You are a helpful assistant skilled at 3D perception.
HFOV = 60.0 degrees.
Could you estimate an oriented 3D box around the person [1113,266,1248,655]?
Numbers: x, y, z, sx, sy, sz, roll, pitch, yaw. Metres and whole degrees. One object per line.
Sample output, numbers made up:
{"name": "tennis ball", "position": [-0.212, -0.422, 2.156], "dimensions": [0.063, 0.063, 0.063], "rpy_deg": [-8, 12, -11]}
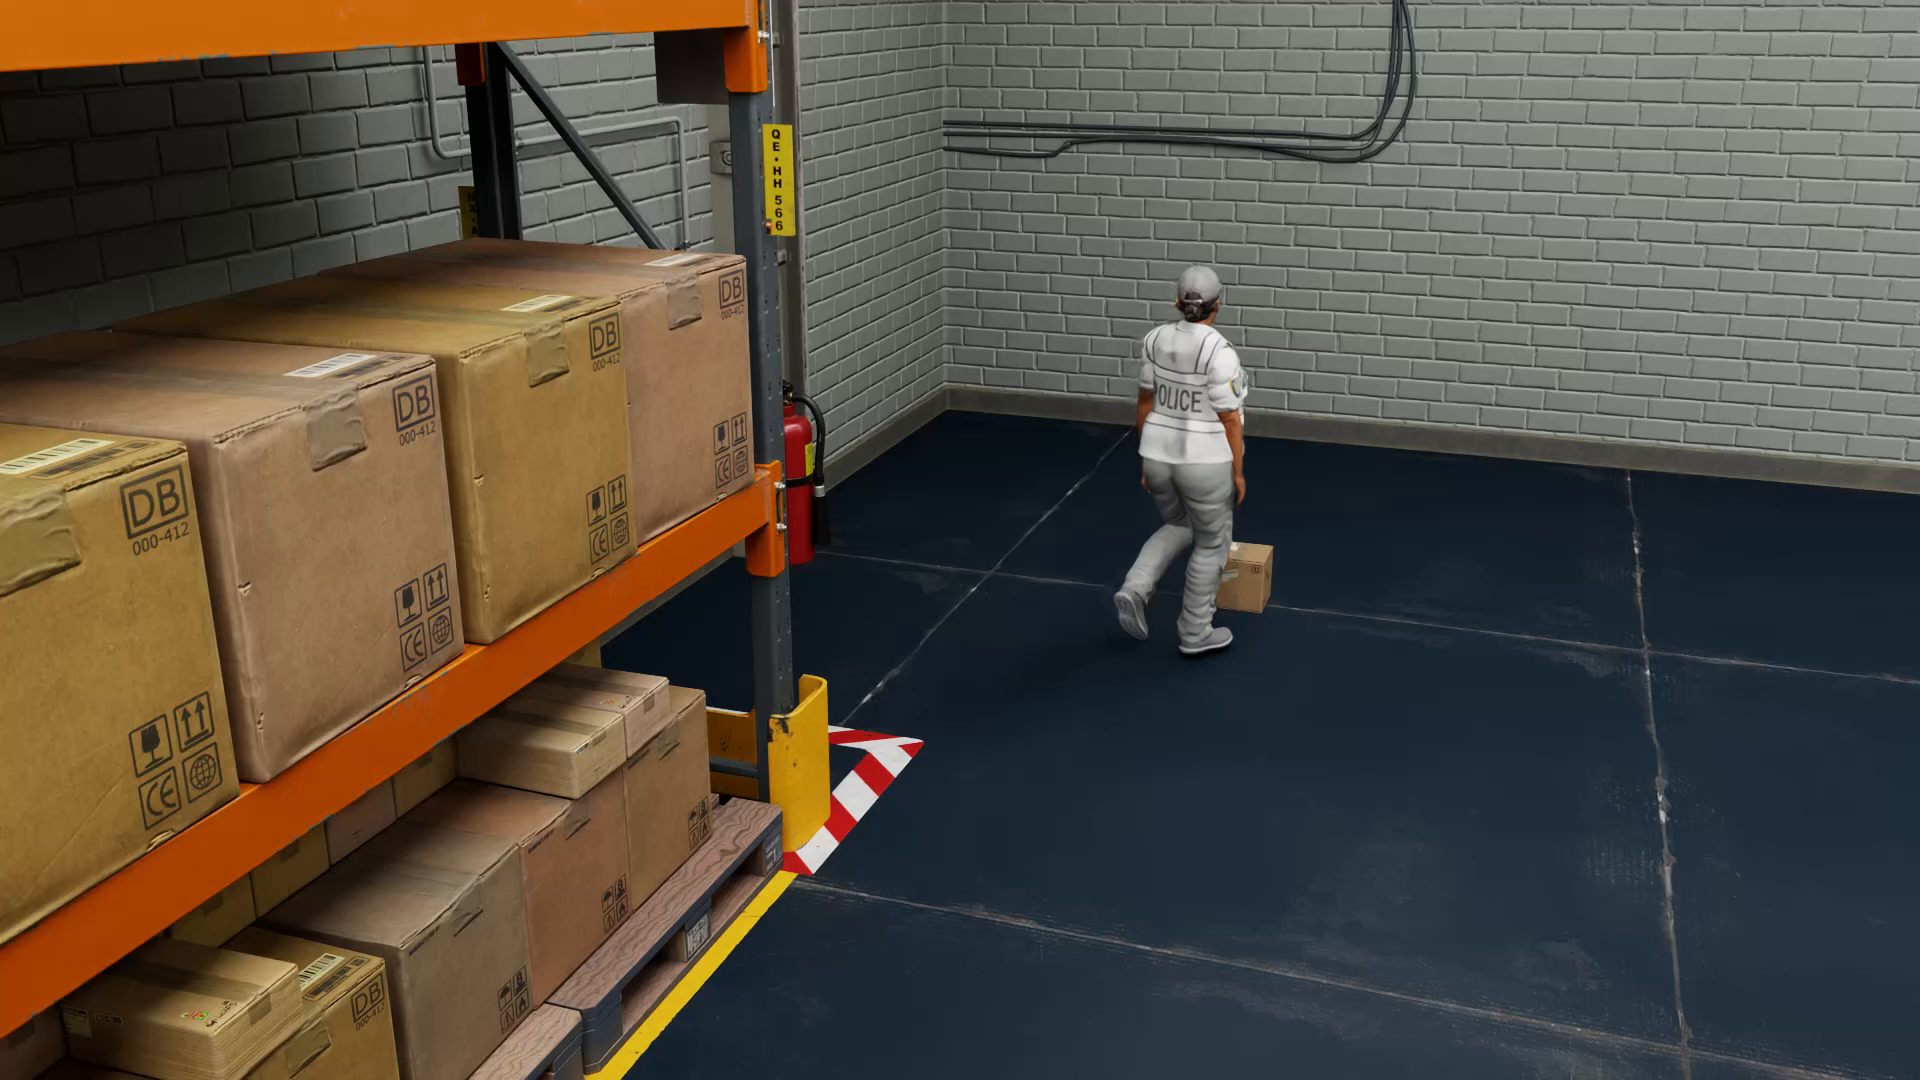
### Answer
{"name": "person", "position": [0.948, -0.317, 6.942], "dimensions": [0.496, 1.653, 0.490], "rpy_deg": [-15, 24, -37]}
